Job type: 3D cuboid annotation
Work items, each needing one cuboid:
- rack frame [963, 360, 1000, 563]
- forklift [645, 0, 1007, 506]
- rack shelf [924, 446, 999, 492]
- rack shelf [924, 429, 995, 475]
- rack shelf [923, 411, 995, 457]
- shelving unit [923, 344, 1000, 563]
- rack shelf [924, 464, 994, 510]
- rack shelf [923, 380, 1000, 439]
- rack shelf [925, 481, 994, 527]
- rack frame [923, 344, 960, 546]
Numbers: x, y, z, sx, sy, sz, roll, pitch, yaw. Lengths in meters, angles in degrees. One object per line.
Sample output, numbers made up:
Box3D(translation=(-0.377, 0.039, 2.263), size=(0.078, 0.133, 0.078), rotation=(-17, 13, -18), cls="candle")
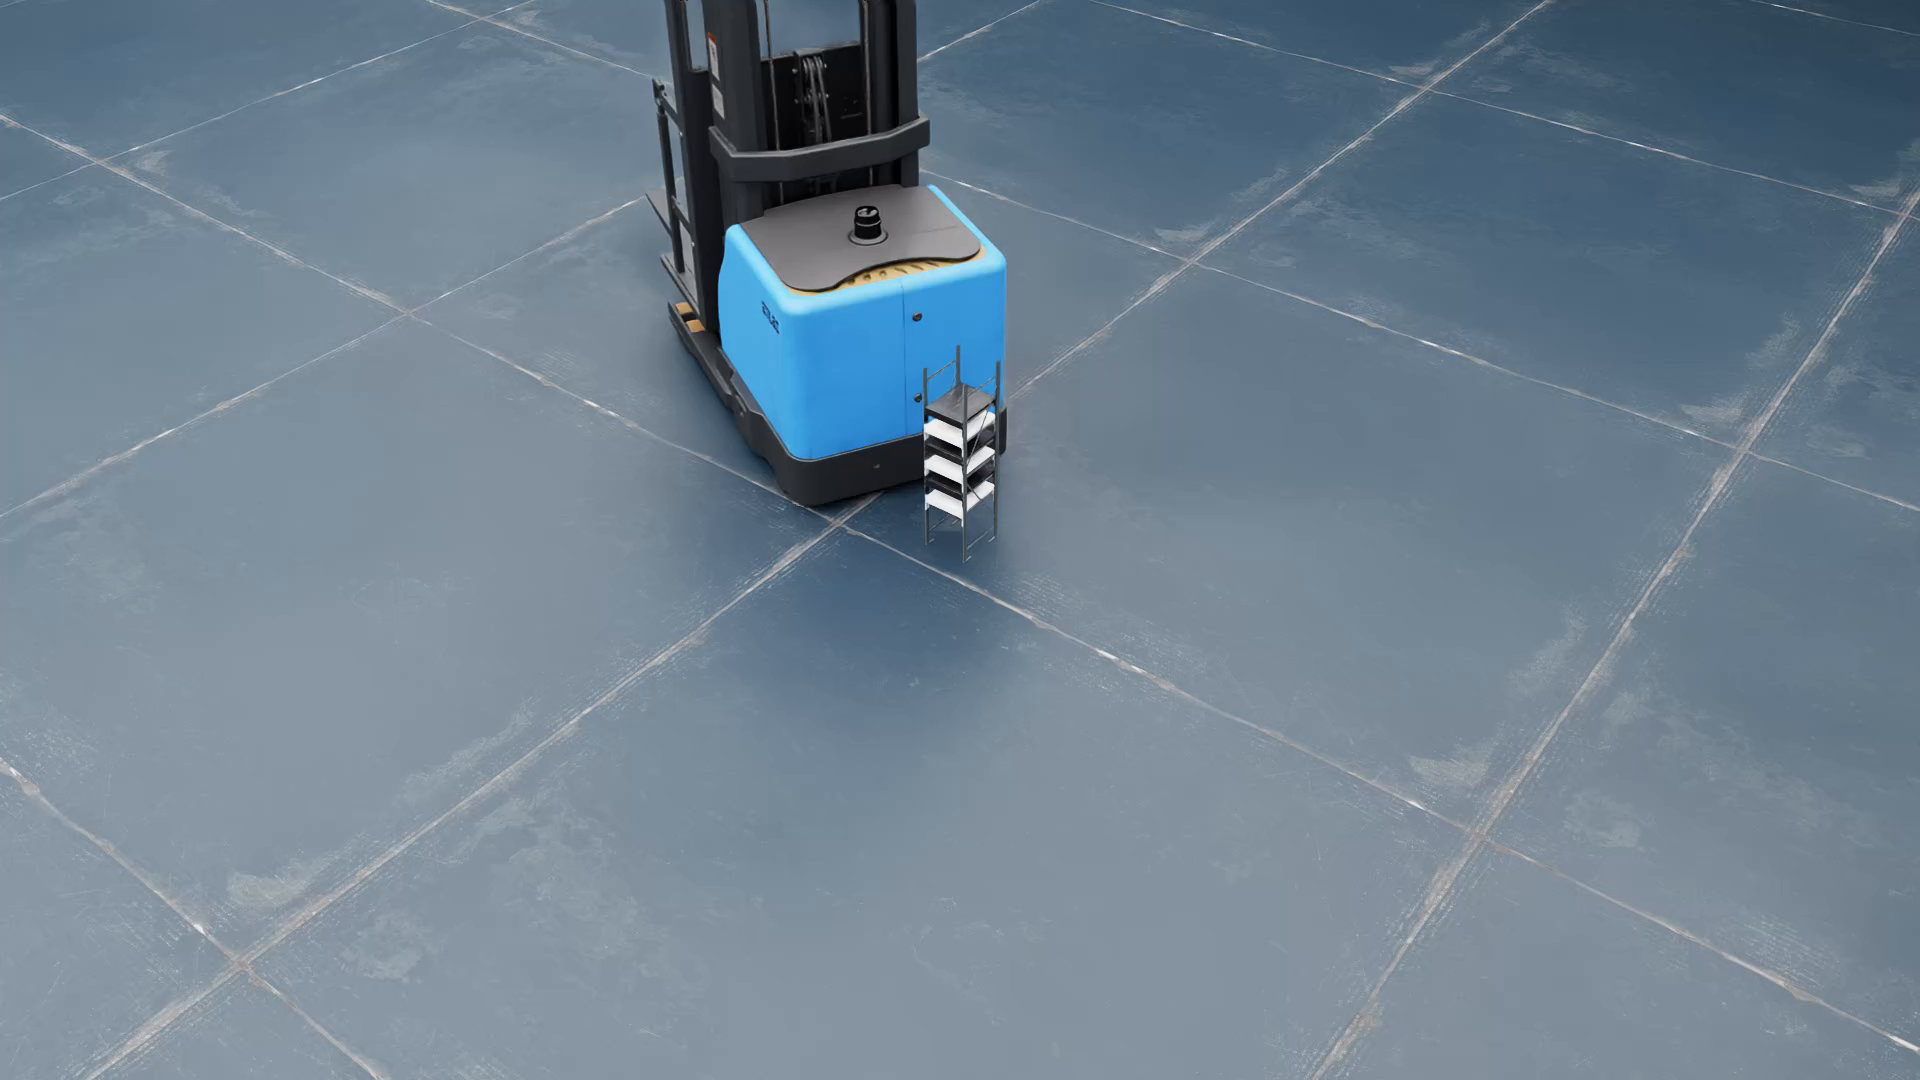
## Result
Box3D(translation=(0.087, -0.313, 6.920), size=(0.006, 0.900, 0.240), rotation=(25, 45, 29), cls="rack frame")
Box3D(translation=(-0.854, -2.210, 7.695), size=(1.130, 2.935, 3.031), rotation=(-16, 41, -19), cls="forklift")
Box3D(translation=(0.006, -0.325, 6.989), size=(0.200, 0.077, 0.258), rotation=(25, 45, 29), cls="rack shelf")
Box3D(translation=(0.006, -0.396, 6.934), size=(0.200, 0.077, 0.258), rotation=(25, 45, 29), cls="rack shelf")
Box3D(translation=(0.006, -0.467, 6.878), size=(0.200, 0.077, 0.258), rotation=(25, 45, 29), cls="rack shelf")
Box3D(translation=(0.006, -0.351, 6.969), size=(0.210, 0.900, 0.258), rotation=(25, 45, 29), cls="shelving unit")
Box3D(translation=(0.006, -0.254, 7.045), size=(0.200, 0.077, 0.258), rotation=(25, 45, 29), cls="rack shelf")
Box3D(translation=(0.006, -0.538, 6.823), size=(0.200, 0.077, 0.258), rotation=(25, 45, 29), cls="rack shelf")
Box3D(translation=(0.006, -0.183, 7.100), size=(0.200, 0.077, 0.258), rotation=(25, 45, 29), cls="rack shelf")
Box3D(translation=(-0.074, -0.389, 7.017), size=(0.006, 0.900, 0.240), rotation=(25, 45, 29), cls="rack frame")
